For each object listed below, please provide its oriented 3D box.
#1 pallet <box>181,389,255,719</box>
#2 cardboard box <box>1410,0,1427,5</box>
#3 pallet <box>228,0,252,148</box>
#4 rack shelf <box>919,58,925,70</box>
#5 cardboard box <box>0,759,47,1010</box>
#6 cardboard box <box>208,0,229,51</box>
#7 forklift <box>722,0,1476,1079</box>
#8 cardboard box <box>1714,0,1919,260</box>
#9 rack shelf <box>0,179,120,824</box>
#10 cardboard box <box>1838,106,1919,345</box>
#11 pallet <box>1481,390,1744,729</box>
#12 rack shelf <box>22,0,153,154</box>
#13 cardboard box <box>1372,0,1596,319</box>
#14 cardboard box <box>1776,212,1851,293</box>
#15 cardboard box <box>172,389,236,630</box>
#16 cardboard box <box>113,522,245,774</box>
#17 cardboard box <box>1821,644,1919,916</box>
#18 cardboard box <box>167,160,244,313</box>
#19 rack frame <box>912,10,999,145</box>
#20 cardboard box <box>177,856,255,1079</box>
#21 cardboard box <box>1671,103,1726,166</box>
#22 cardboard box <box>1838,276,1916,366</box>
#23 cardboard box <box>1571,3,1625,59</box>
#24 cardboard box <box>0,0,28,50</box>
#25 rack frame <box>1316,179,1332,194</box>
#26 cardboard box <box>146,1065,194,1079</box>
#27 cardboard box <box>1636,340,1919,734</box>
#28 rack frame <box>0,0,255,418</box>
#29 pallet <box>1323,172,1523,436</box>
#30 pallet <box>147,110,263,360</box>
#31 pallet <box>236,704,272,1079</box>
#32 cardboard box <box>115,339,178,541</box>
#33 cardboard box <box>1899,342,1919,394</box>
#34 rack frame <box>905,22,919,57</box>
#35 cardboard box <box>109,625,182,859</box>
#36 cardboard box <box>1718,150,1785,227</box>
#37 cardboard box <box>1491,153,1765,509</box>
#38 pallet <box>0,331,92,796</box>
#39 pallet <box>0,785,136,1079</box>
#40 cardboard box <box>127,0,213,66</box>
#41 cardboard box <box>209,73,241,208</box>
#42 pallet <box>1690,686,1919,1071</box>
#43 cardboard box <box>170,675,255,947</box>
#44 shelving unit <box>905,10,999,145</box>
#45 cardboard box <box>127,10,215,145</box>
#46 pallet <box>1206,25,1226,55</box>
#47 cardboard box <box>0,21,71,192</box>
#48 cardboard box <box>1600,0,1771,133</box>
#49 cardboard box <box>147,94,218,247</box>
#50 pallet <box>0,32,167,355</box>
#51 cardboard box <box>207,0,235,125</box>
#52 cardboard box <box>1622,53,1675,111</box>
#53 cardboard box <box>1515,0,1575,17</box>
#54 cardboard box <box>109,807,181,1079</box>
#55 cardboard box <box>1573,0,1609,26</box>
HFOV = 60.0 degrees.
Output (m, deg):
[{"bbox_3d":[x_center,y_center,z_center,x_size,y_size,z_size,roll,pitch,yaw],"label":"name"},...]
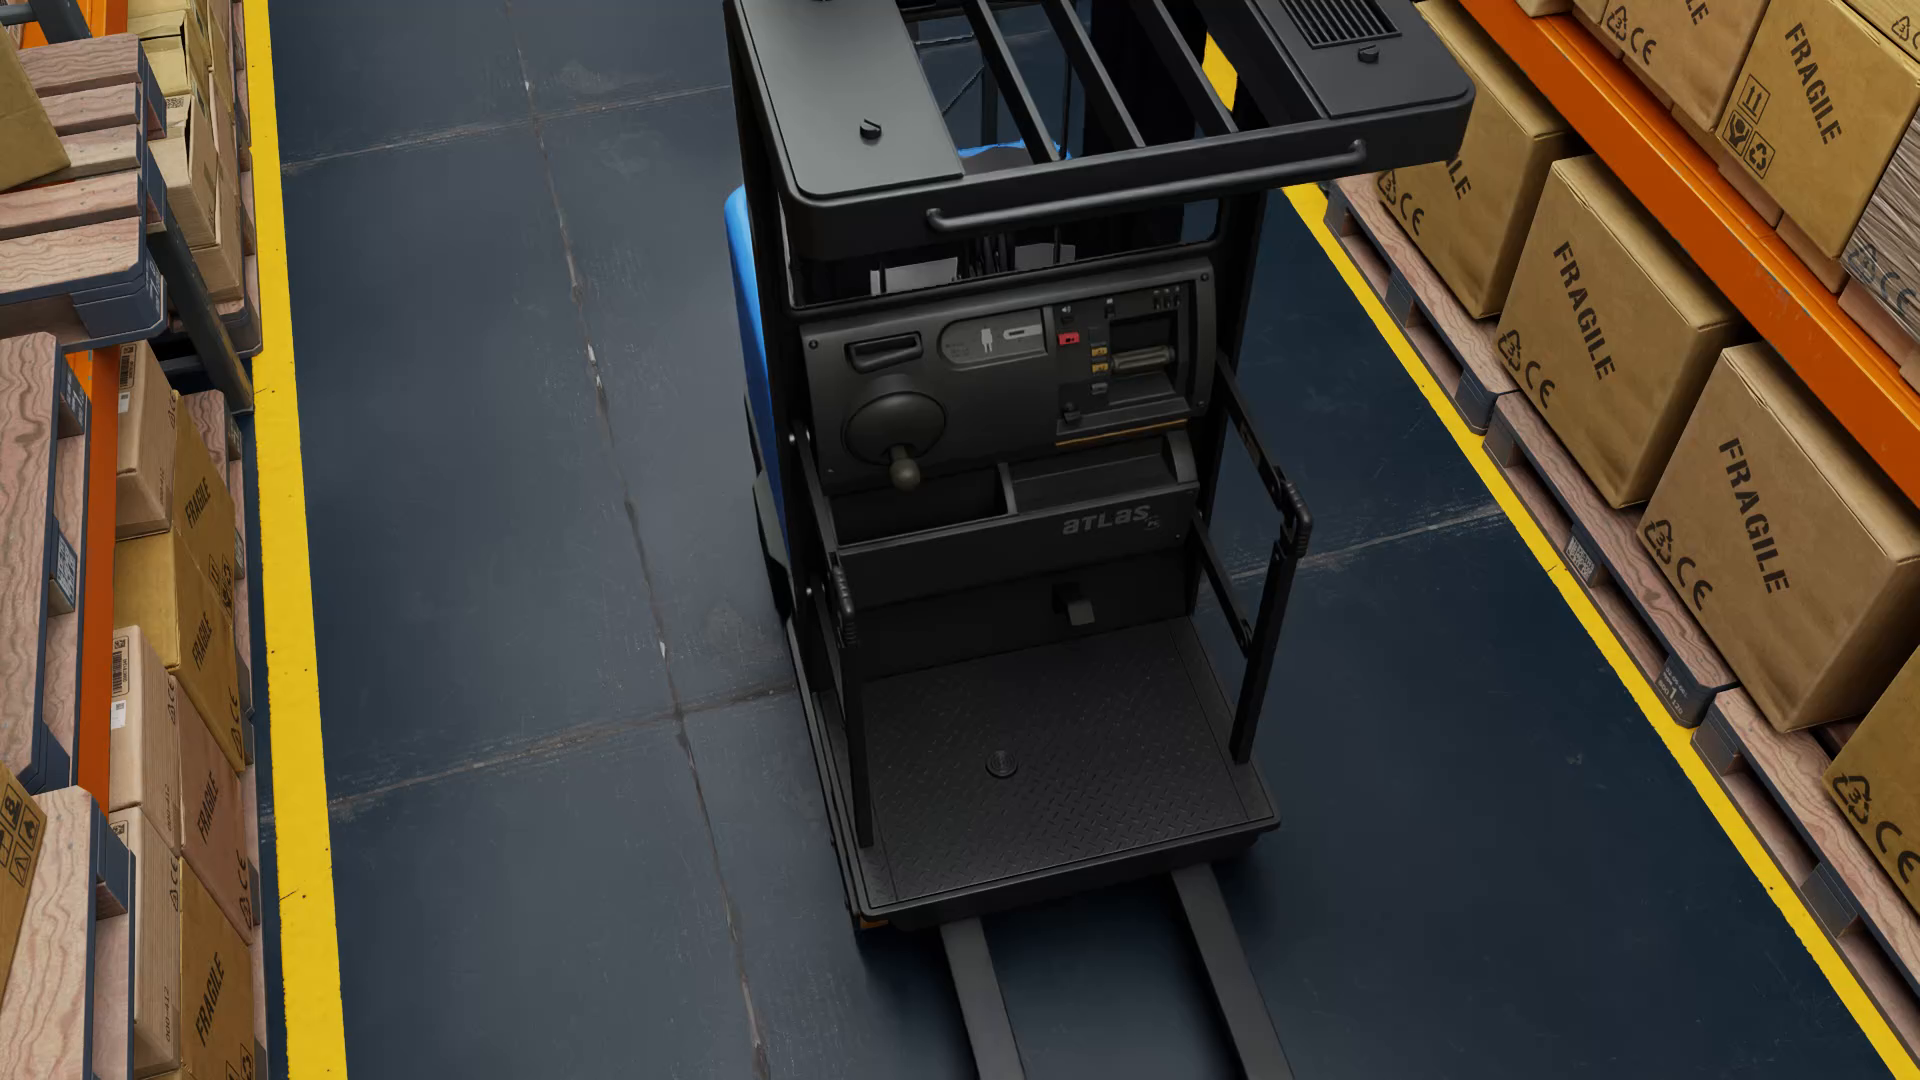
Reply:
[{"bbox_3d":[-2.692,0.125,5.007,1.003,0.211,1.213,-13,51,-11],"label":"pallet"},{"bbox_3d":[1.592,-2.301,6.575,0.700,0.500,0.500,-13,51,-10],"label":"cardboard box"},{"bbox_3d":[-3.440,-1.928,6.738,1.003,0.211,1.213,-13,51,-11],"label":"pallet"},{"bbox_3d":[-0.263,-1.204,5.519,0.538,0.185,1.000,-11,51,-9],"label":"rack shelf"},{"bbox_3d":[-1.884,0.542,2.491,0.700,0.500,0.500,-6,50,-5],"label":"cardboard box"},{"bbox_3d":[-3.211,-2.145,6.621,0.500,0.250,0.500,-12,51,-10],"label":"cardboard box"},{"bbox_3d":[0.175,-0.257,3.550,1.130,2.935,3.031,-11,51,-9],"label":"forklift"},{"bbox_3d":[2.207,-1.046,3.897,0.500,0.500,0.500,-12,51,-10],"label":"cardboard box"},{"bbox_3d":[-2.285,0.365,3.451,1.077,0.370,4.000,-13,51,-11],"label":"rack shelf"},{"bbox_3d":[2.359,-0.683,3.591,0.500,0.500,0.500,-13,51,-11],"label":"cardboard box"},{"bbox_3d":[2.373,-0.069,5.170,1.003,0.211,1.213,-13,51,-11],"label":"pallet"},{"bbox_3d":[-3.468,-2.556,5.914,1.077,0.370,4.000,-13,51,-11],"label":"rack shelf"},{"bbox_3d":[1.947,-1.326,5.537,0.750,0.750,0.750,-14,51,-11],"label":"cardboard box"},{"bbox_3d":[2.265,-0.772,4.090,0.380,0.149,0.250,-12,51,-10],"label":"cardboard box"},{"bbox_3d":[-2.376,-0.034,4.664,0.500,0.500,0.500,-12,51,-10],"label":"cardboard box"},{"bbox_3d":[-2.223,0.344,4.345,0.500,0.500,0.500,-15,51,-12],"label":"cardboard box"},{"bbox_3d":[2.721,0.583,3.928,0.750,0.750,0.750,-13,51,-11],"label":"cardboard box"},{"bbox_3d":[-2.751,-1.026,5.676,0.500,0.250,0.500,-13,51,-11],"label":"cardboard box"},{"bbox_3d":[-0.138,-0.943,5.064,0.500,1.500,0.032,-11,51,-9],"label":"rack frame"},{"bbox_3d":[-1.913,1.096,3.712,0.500,0.500,0.500,-13,51,-11],"label":"cardboard box"},{"bbox_3d":[2.138,-1.150,4.408,0.380,0.149,0.250,-13,51,-10],"label":"cardboard box"},{"bbox_3d":[2.333,-0.575,3.924,0.380,0.149,0.250,-15,51,-12],"label":"cardboard box"},{"bbox_3d":[1.987,-1.528,4.728,0.380,0.149,0.250,-14,51,-11],"label":"cardboard box"},{"bbox_3d":[-2.942,-1.574,4.674,0.500,0.311,0.500,-10,51,-9],"label":"cardboard box"},{"bbox_3d":[1.854,-2.450,5.354,1.000,3.000,0.127,-13,51,-11],"label":"rack frame"},{"bbox_3d":[-1.772,1.462,3.403,0.500,0.500,0.500,-13,51,-10],"label":"cardboard box"},{"bbox_3d":[2.455,-0.065,4.474,0.750,0.750,0.750,-12,51,-10],"label":"cardboard box"},{"bbox_3d":[-2.877,-1.328,4.407,1.000,3.000,0.127,-13,51,-11],"label":"rack frame"},{"bbox_3d":[2.016,-0.959,5.920,1.003,0.211,1.213,-13,51,-11],"label":"pallet"},{"bbox_3d":[-3.083,-1.039,5.988,1.003,0.211,1.213,-13,51,-11],"label":"pallet"},{"bbox_3d":[-2.335,1.015,4.257,1.003,0.211,1.213,-13,51,-11],"label":"pallet"},{"bbox_3d":[-2.355,-0.235,4.343,0.500,0.250,0.500,-12,51,-10],"label":"cardboard box"},{"bbox_3d":[2.393,-0.389,3.767,0.380,0.149,0.250,-13,51,-11],"label":"cardboard box"},{"bbox_3d":[-0.388,-1.697,5.699,0.500,1.500,0.032,-11,51,-9],"label":"rack frame"},{"bbox_3d":[-2.049,0.511,3.714,0.500,0.250,0.500,-14,51,-12],"label":"cardboard box"},{"bbox_3d":[2.194,-0.965,4.253,0.380,0.149,0.250,-13,51,-11],"label":"cardboard box"},{"bbox_3d":[2.199,-0.685,4.997,0.750,0.750,0.750,-14,51,-11],"label":"cardboard box"},{"bbox_3d":[-2.297,0.154,3.284,1.003,0.211,1.213,-13,51,-11],"label":"pallet"},{"bbox_3d":[-1.826,1.047,2.531,1.003,0.211,1.213,-13,51,-11],"label":"pallet"},{"bbox_3d":[-3.063,-1.961,6.098,0.500,0.311,0.500,-15,51,-12],"label":"cardboard box"},{"bbox_3d":[-2.900,-1.393,5.986,0.500,0.250,0.500,-15,51,-12],"label":"cardboard box"},{"bbox_3d":[2.737,0.823,4.418,1.003,0.211,1.213,-13,51,-11],"label":"pallet"},{"bbox_3d":[-2.062,0.726,4.023,0.500,0.500,0.500,-15,52,-12],"label":"cardboard box"},{"bbox_3d":[-0.263,-1.320,5.382,0.538,1.500,1.048,-11,51,-9],"label":"shelving unit"},{"bbox_3d":[-2.914,-1.588,5.784,0.500,0.311,0.500,-14,51,-12],"label":"cardboard box"},{"bbox_3d":[1.625,-2.123,6.901,1.003,0.211,1.213,-13,51,-11],"label":"pallet"},{"bbox_3d":[-2.583,-1.061,3.842,0.700,0.500,0.500,-30,56,-23],"label":"cardboard box"},{"bbox_3d":[2.045,-1.425,4.216,0.500,0.500,0.500,-14,51,-11],"label":"cardboard box"},{"bbox_3d":[-2.751,-1.206,5.462,0.500,0.311,0.500,-12,51,-10],"label":"cardboard box"},{"bbox_3d":[-2.609,-0.787,4.077,1.213,0.211,1.003,-13,51,-11],"label":"pallet"},{"bbox_3d":[-3.060,-1.771,6.305,0.500,0.250,0.500,-15,51,-12],"label":"cardboard box"},{"bbox_3d":[2.072,-1.340,4.569,0.380,0.149,0.250,-12,51,-10],"label":"cardboard box"},{"bbox_3d":[1.794,-1.684,4.859,0.380,0.149,0.250,-12,51,-10],"label":"cardboard box"},{"bbox_3d":[-1.900,0.877,3.405,0.500,0.250,0.500,-13,51,-11],"label":"cardboard box"},{"bbox_3d":[1.900,-1.788,4.522,0.500,0.500,0.500,-12,51,-10],"label":"cardboard box"}]
